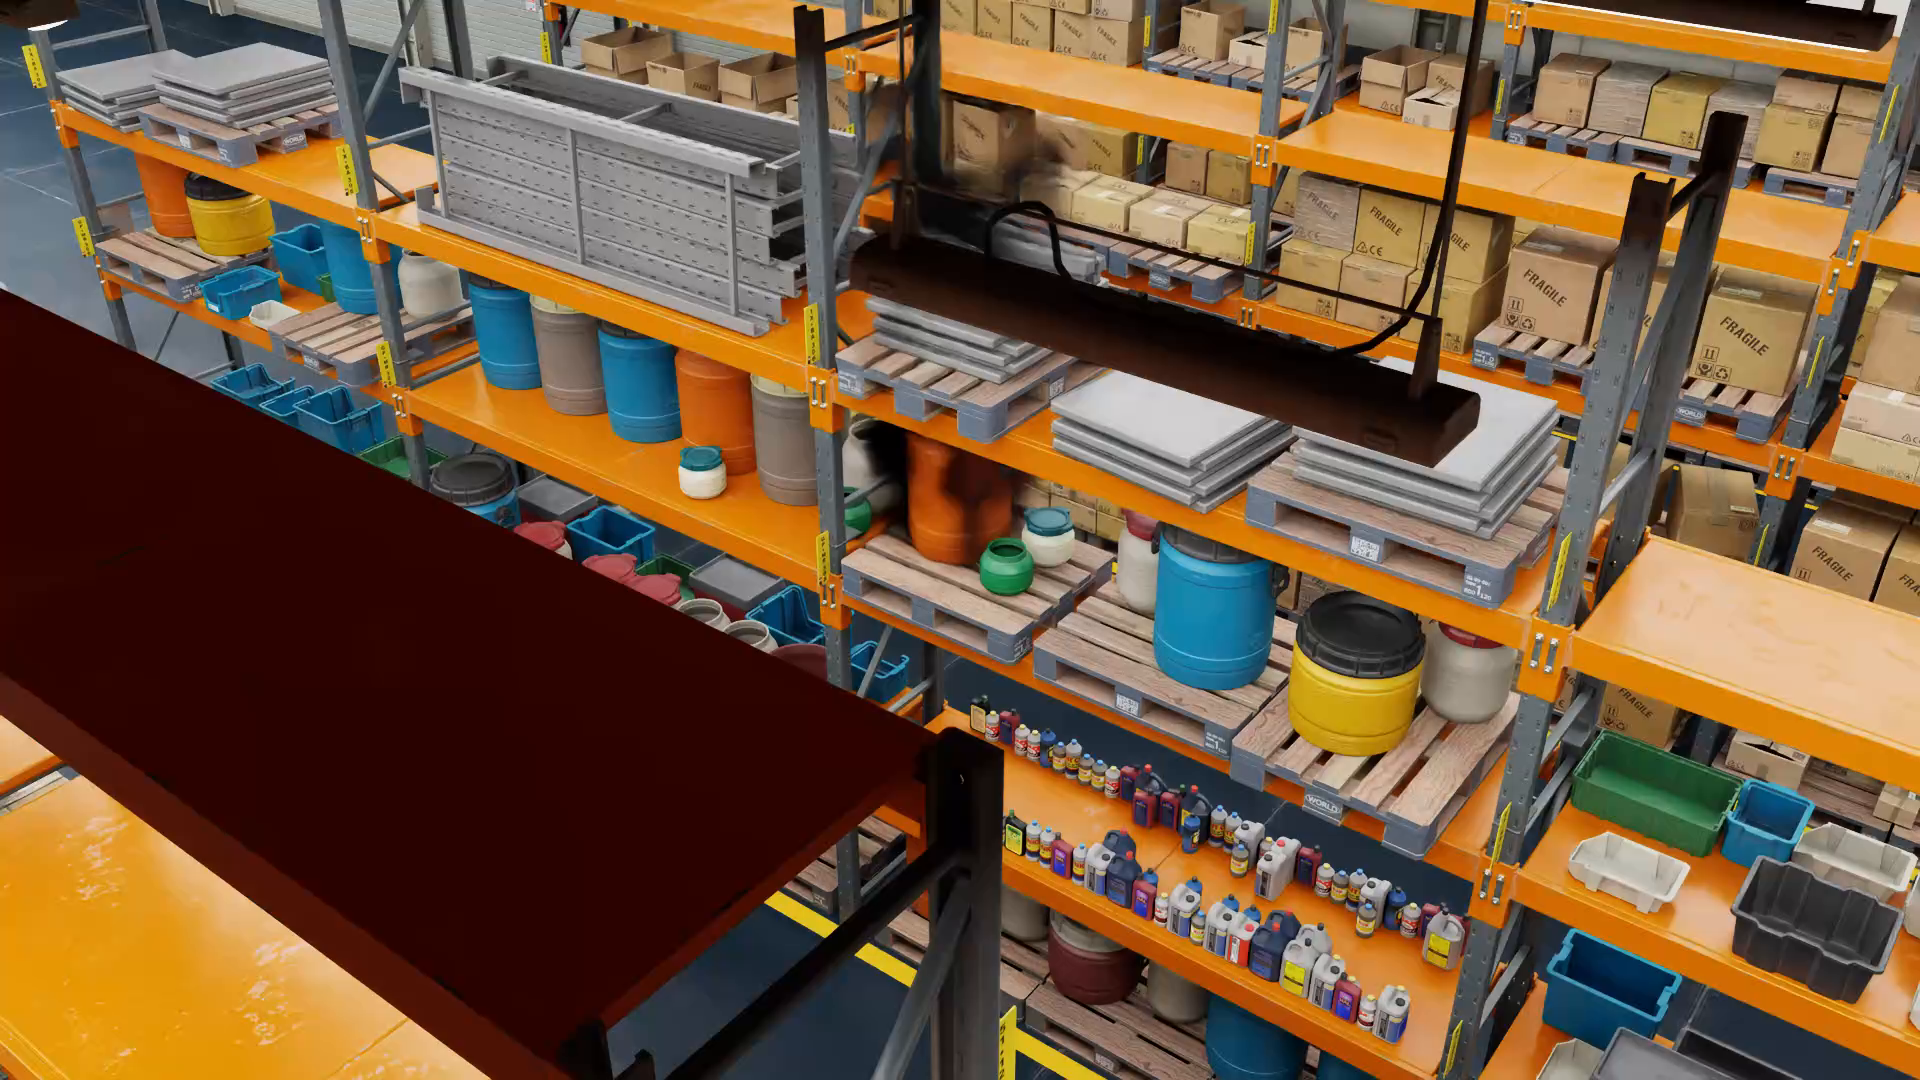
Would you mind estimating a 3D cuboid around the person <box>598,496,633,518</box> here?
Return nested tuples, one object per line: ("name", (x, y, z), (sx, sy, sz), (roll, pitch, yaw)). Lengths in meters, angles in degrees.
("person", (-3.175, -0.597, 14.509), (0.950, 1.776, 0.657), (17, 35, 26))
